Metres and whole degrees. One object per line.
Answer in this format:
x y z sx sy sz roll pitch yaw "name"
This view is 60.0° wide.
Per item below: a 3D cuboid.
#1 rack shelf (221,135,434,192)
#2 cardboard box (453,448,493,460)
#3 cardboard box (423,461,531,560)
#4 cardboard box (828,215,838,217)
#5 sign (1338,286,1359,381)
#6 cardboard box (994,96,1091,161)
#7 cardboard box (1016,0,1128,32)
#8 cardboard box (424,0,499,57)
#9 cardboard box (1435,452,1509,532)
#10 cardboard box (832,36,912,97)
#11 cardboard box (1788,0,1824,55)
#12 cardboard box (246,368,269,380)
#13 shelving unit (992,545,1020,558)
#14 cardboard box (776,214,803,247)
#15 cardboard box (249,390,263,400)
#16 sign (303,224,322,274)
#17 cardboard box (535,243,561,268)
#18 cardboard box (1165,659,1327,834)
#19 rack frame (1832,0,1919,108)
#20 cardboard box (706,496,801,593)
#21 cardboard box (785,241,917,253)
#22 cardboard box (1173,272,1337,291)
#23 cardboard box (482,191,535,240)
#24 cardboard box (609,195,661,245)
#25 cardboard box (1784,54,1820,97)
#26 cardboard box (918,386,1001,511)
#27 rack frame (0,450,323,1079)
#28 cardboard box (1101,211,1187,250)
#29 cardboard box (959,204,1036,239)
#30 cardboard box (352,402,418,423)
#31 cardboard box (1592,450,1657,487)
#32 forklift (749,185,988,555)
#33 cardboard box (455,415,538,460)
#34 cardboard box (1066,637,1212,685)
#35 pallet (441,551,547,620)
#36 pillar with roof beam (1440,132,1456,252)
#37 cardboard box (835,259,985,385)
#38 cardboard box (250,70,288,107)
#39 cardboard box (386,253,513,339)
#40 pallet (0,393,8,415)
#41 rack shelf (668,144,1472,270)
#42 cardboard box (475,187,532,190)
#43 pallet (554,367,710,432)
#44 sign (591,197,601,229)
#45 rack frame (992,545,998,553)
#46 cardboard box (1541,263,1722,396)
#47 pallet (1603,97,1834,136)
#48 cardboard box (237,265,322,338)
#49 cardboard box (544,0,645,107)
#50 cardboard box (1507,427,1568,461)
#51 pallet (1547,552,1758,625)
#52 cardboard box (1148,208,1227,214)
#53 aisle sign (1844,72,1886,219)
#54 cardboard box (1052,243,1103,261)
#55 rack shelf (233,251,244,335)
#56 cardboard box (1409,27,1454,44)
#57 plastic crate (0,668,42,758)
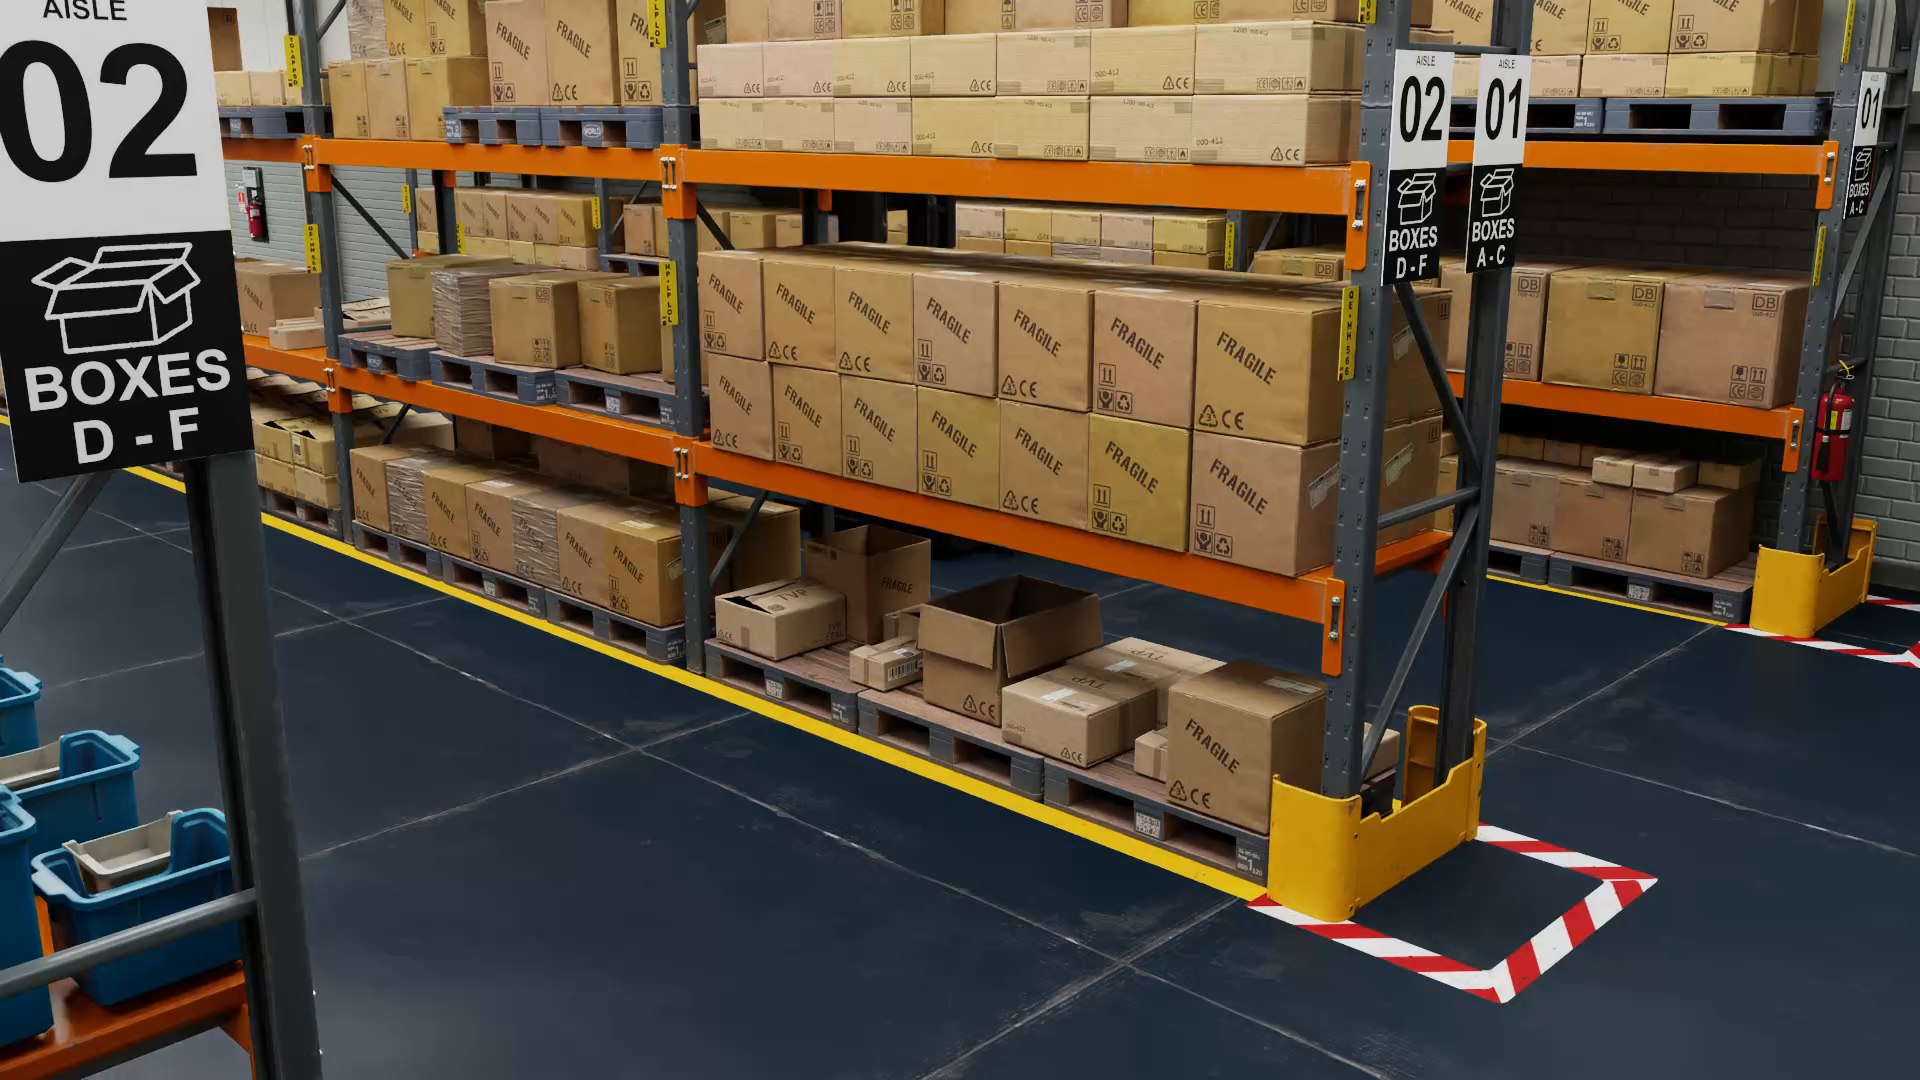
-5.434 -2.962 12.830 4.000 0.370 1.077 14 20 42 "rack shelf"
-3.158 -0.391 11.569 0.500 0.500 0.500 -14 20 -42 "cardboard box"
-3.127 -0.201 10.841 0.500 0.500 0.500 13 20 41 "cardboard box"
-1.070 -3.093 15.494 0.250 0.149 0.380 10 17 33 "cardboard box"
1.365 -0.725 5.842 0.005 0.325 0.100 14 20 42 "sign"
0.491 -1.705 6.873 0.500 0.250 0.500 14 20 42 "cardboard box"
0.648 -2.351 6.874 0.500 0.500 0.700 14 20 42 "cardboard box"
-2.950 -3.237 10.275 0.500 0.500 0.500 14 20 42 "cardboard box"
3.515 -0.374 11.543 0.700 0.500 0.500 -14 20 -43 "cardboard box"
-0.224 -2.123 7.487 0.500 0.250 0.500 14 20 42 "cardboard box"
4.843 -3.174 9.993 0.500 0.500 0.500 13 19 40 "cardboard box"
-6.383 -1.334 14.612 0.500 0.311 0.500 14 20 42 "cardboard box"
0.381 -0.350 11.489 0.210 0.900 0.258 13 19 40 "shelving unit"
-1.325 -2.843 15.825 0.500 0.500 0.700 11 18 37 "cardboard box"
-6.019 -1.057 13.546 0.500 0.311 0.500 13 19 40 "cardboard box"
-4.377 -1.968 11.239 0.005 0.325 0.100 14 20 42 "sign"
-4.342 -3.163 18.378 0.500 0.250 0.500 14 20 42 "cardboard box"
1.202 0.837 6.854 0.500 0.500 0.500 14 20 42 "cardboard box"
5.200 -3.912 9.098 0.127 3.000 1.000 14 20 42 "rack frame"
-1.294 0.059 9.842 0.500 0.500 0.500 13 19 40 "cardboard box"
-0.571 -1.300 8.790 0.500 0.500 0.500 14 20 42 "cardboard box"
1.247 -0.857 7.090 0.500 0.500 0.500 14 20 43 "cardboard box"
-5.086 -3.703 18.964 0.500 0.500 0.500 -14 20 -42 "cardboard box"
-3.631 -3.529 18.297 0.500 0.500 0.500 13 19 41 "cardboard box"
4.845 -2.812 10.091 0.500 0.250 0.500 -13 20 -41 "cardboard box"
0.160 -0.453 7.523 0.500 0.500 0.500 13 20 41 "cardboard box"
-1.676 0.790 2.953 0.127 3.000 1.000 14 20 42 "rack frame"
1.446 -2.400 12.879 0.500 0.250 0.500 -14 20 -43 "cardboard box"
0.339 -2.667 13.902 0.500 0.250 0.500 14 20 43 "cardboard box"
-4.551 -0.888 12.901 0.500 0.311 0.500 13 19 41 "cardboard box"
4.224 -0.455 10.566 0.380 0.149 0.250 -14 20 -43 "cardboard box"
-0.830 -1.605 12.280 3.031 2.935 1.130 13 19 40 "forklift"
-3.115 -0.745 11.440 0.500 0.250 0.500 -14 20 -42 "cardboard box"
0.850 0.687 7.927 0.500 0.250 0.500 14 20 42 "cardboard box"
-2.609 0.191 10.779 1.213 0.211 1.003 14 20 42 "pallet"
0.437 -3.865 8.918 0.400 9.000 9.100 14 20 42 "pillar with roof beam"
-0.229 -1.027 7.745 0.500 0.500 0.500 13 19 41 "cardboard box"
-4.750 -3.249 11.967 0.500 0.250 0.500 -14 20 -43 "cardboard box"
-3.463 -1.671 11.364 0.500 0.500 0.700 7 16 24 "cardboard box"
-9.174 -1.434 17.015 1.213 0.211 1.003 14 20 42 "pallet"
0.325 -1.562 7.457 4.000 0.370 1.077 14 20 42 "rack shelf"
-5.475 -3.975 20.009 0.500 0.500 0.500 14 20 43 "cardboard box"
-1.614 -0.876 9.725 1.213 0.211 1.003 14 20 42 "pallet"
-3.809 -3.428 17.422 0.005 0.325 0.100 14 20 42 "sign"
0.305 -0.367 11.555 0.006 0.900 0.240 13 19 40 "rack frame"
4.295 -1.367 10.633 0.700 0.700 0.980 13 20 42 "cardboard box"
4.659 -2.545 9.978 1.213 0.211 1.003 14 20 42 "pallet"
-5.213 -1.848 12.877 0.500 0.500 0.500 12 19 39 "cardboard box"
-1.923 -2.775 9.454 0.600 0.600 0.600 13 20 42 "cardboard box"
3.942 -0.657 11.341 0.250 0.149 0.380 14 20 43 "cardboard box"
4.571 0.215 10.688 1.213 0.211 1.003 14 20 42 "pallet"
1.789 -2.492 13.231 0.500 0.250 0.500 14 20 43 "cardboard box"
5.044 -2.200 9.269 0.004 0.787 0.394 14 20 42 "aisle sign"
1.084 -2.123 13.302 0.500 0.500 0.500 14 20 42 "cardboard box"
-3.116 -0.664 4.009 4.000 0.370 1.077 14 20 42 "rack shelf"
1.576 -1.867 6.505 0.500 0.250 0.500 14 20 42 "cardboard box"
-2.573 0.508 4.246 0.300 0.233 0.416 14 20 42 "plastic crate"
